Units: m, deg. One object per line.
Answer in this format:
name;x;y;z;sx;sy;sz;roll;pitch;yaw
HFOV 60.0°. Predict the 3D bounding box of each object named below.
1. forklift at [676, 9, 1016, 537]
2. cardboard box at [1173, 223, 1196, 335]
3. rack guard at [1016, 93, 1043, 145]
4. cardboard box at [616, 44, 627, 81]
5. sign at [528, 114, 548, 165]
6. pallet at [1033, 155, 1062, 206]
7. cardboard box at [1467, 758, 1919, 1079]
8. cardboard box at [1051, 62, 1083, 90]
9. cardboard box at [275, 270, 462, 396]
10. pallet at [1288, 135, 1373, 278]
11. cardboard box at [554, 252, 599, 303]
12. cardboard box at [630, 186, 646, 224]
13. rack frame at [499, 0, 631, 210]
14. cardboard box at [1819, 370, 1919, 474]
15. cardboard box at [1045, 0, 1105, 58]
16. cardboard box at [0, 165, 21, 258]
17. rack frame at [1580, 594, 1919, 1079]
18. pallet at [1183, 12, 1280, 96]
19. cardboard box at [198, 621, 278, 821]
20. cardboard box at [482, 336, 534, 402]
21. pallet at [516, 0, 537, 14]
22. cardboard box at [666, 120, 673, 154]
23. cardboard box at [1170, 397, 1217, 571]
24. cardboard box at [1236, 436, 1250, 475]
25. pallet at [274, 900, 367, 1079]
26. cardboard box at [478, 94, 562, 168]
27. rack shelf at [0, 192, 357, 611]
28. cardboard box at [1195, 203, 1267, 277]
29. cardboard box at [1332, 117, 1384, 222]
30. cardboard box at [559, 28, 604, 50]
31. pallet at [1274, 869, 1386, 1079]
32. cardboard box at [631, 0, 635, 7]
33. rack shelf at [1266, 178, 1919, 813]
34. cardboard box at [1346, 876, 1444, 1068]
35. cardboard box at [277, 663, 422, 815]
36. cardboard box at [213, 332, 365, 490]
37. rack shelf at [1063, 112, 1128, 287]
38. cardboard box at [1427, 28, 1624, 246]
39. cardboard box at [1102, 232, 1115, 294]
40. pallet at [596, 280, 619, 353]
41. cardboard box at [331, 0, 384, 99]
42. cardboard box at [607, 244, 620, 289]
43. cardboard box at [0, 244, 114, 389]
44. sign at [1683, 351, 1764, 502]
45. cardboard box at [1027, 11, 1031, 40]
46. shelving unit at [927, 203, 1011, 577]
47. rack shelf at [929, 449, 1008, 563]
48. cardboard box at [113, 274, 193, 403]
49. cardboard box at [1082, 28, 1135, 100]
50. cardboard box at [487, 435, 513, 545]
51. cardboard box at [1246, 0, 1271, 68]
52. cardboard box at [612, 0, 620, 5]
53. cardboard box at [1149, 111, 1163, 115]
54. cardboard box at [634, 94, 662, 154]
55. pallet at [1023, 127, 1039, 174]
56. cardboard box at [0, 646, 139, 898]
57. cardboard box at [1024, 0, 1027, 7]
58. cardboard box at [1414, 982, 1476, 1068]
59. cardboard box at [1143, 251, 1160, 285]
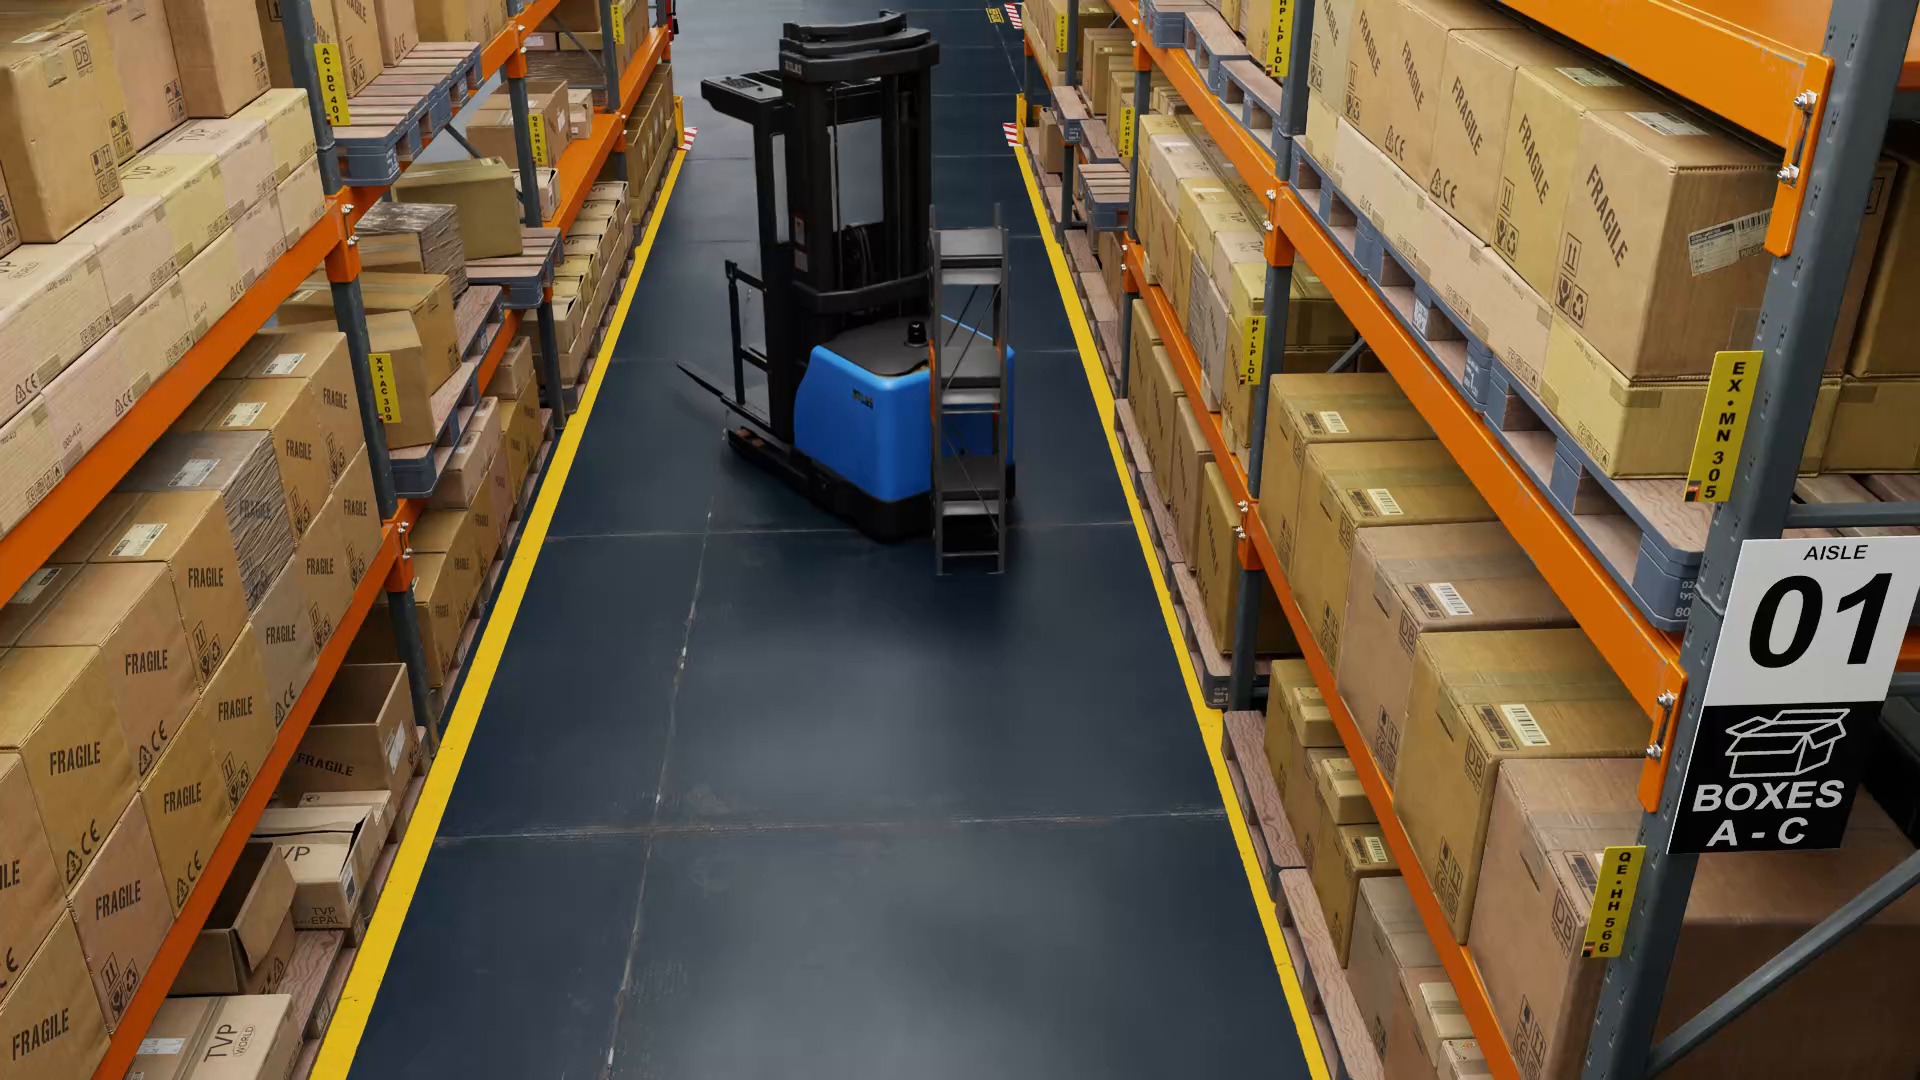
forklift;-0.926;-1.939;10.798;1.130;2.935;3.031;-19;33;-32
cardboard box;1.498;-1.480;9.392;0.500;0.500;0.500;-1;28;-1
rack guard;1.236;-4.788;18.889;1.175;0.500;0.348;-1;28;-3
cardboard box;-3.591;-4.687;15.885;0.700;0.500;0.500;-1;28;-2
sign;-2.755;-2.611;10.847;0.100;0.325;0.005;-1;28;-3
pallet;1.304;-3.722;17.158;1.003;0.211;1.213;-1;28;-3
cardboard box;2.031;1.089;4.593;0.980;0.700;0.700;0;28;0
cardboard box;1.114;-4.238;15.272;0.500;0.250;0.500;-1;28;-3
cardboard box;-2.989;-1.039;8.436;0.700;0.500;0.500;3;28;5
pallet;1.891;-1.302;6.355;1.003;0.211;1.213;-1;28;-3
cardboard box;-3.091;-2.058;12.865;0.500;0.311;0.500;-2;28;-4
cardboard box;-3.227;-3.151;15.568;0.500;0.250;0.500;-1;28;-3
rack frame;-3.506;-3.963;14.604;1.000;3.000;0.127;-1;28;-3
cardboard box;2.274;-0.379;4.090;0.500;0.250;0.500;0;28;0
cardboard box;1.076;-4.800;15.540;0.500;0.500;0.500;-2;28;-3
cardboard box;-2.997;-0.937;4.370;0.700;0.500;0.500;-1;28;-3
rack frame;2.068;1.458;4.212;1.000;3.000;0.127;-1;28;-3
pallet;1.798;-2.671;9.087;1.003;0.211;1.213;0;28;0
cardboard box;-2.719;0.622;5.705;0.500;0.500;0.500;-1;28;-2
cardboard box;-3.006;-1.083;10.499;0.500;0.250;0.500;0;28;-1
pallet;-3.422;-3.673;11.009;1.213;0.211;1.003;0;28;0
cardboard box;-3.353;-4.306;17.781;0.500;0.250;0.500;-1;28;-3
cardboard box;1.646;-0.330;9.510;0.750;0.750;0.750;-1;28;-1
cardboard box;1.558;-0.436;8.093;0.380;0.149;0.250;-1;28;-2
pallet;-2.986;1.850;6.475;1.003;0.211;1.213;-1;28;-3
cardboard box;-3.428;-3.177;12.990;0.500;0.500;0.500;-1;28;-3
rack shelf;-2.984;-0.356;5.223;1.077;0.370;4.000;-1;28;-3
cardboard box;1.535;-1.589;8.790;0.500;0.250;0.500;-1;28;-2
cardboard box;1.644;-1.323;5.898;0.500;0.250;0.500;-2;28;-4
cardboard box;-3.326;-4.423;14.678;0.380;0.149;0.250;-1;28;-3
pallet;1.887;1.765;6.638;1.003;0.211;1.213;-1;28;-3
cardboard box;-3.435;-5.372;16.497;0.380;0.149;0.250;-1;28;-1
rack shelf;1.963;-0.477;5.455;1.077;0.370;4.000;-1;28;-3
cardboard box;1.878;1.596;6.196;0.700;0.500;0.500;-2;28;-4
cardboard box;-2.775;0.901;7.506;0.500;0.500;0.500;-1;28;-3
cardboard box;-2.803;-0.529;6.831;0.500;0.500;0.500;-1;28;-2
rack shelf;1.545;-2.842;13.232;1.077;0.370;4.000;-1;28;-3
cardboard box;1.706;-1.172;4.800;0.500;0.500;0.500;-3;28;-5
cardboard box;1.559;-2.357;13.753;0.700;0.500;0.500;-1;28;-2
pallet;-3.362;-1.822;13.516;1.003;0.211;1.213;-1;28;-3
cardboard box;-3.098;-2.416;7.724;0.600;0.600;0.600;-2;28;-3
cardboard box;-3.143;-2.275;13.888;0.500;0.250;0.500;-1;28;-2
cardboard box;-2.698;-0.612;4.557;0.500;0.250;0.500;-1;28;-3
sign;1.525;-0.223;3.319;0.100;0.325;0.005;-1;28;-3
cardboard box;0.982;-5.401;17.503;0.500;0.250;0.500;-2;28;-4
shelving unit;0.044;-0.835;9.581;0.431;2.100;0.503;-2;28;-3
rack shelf;0.044;-0.202;9.911;0.431;0.518;0.480;-2;28;-3
cardboard box;-2.725;-0.621;5.115;0.500;0.250;0.500;-1;28;-3
cardboard box;1.434;-4.088;14.260;0.700;0.500;0.500;-1;28;-2
cardboard box;-2.953;-0.295;9.799;0.500;0.500;0.500;-2;28;-5
cardboard box;1.829;-2.624;8.209;0.700;0.500;0.500;-2;28;-4
cardboard box;-3.588;-5.252;15.565;0.700;0.500;0.500;-1;28;-3
cardboard box;1.615;-2.693;11.586;0.700;0.500;0.500;-5;28;-9
cardboard box;-3.298;-4.177;16.723;0.500;0.500;0.500;-1;28;-3
pallet;1.243;-4.284;18.235;1.003;0.211;1.213;-1;28;-3
cardboard box;-2.674;0.639;4.592;0.500;0.500;0.500;-1;28;-2
cardboard box;0.957;-5.978;17.799;0.500;0.500;0.500;-1;28;-3
cardboard box;1.728;1.598;5.489;0.380;0.149;0.250;-1;28;-1
cardboard box;1.370;-1.735;10.584;0.380;0.149;0.250;-1;28;-1
